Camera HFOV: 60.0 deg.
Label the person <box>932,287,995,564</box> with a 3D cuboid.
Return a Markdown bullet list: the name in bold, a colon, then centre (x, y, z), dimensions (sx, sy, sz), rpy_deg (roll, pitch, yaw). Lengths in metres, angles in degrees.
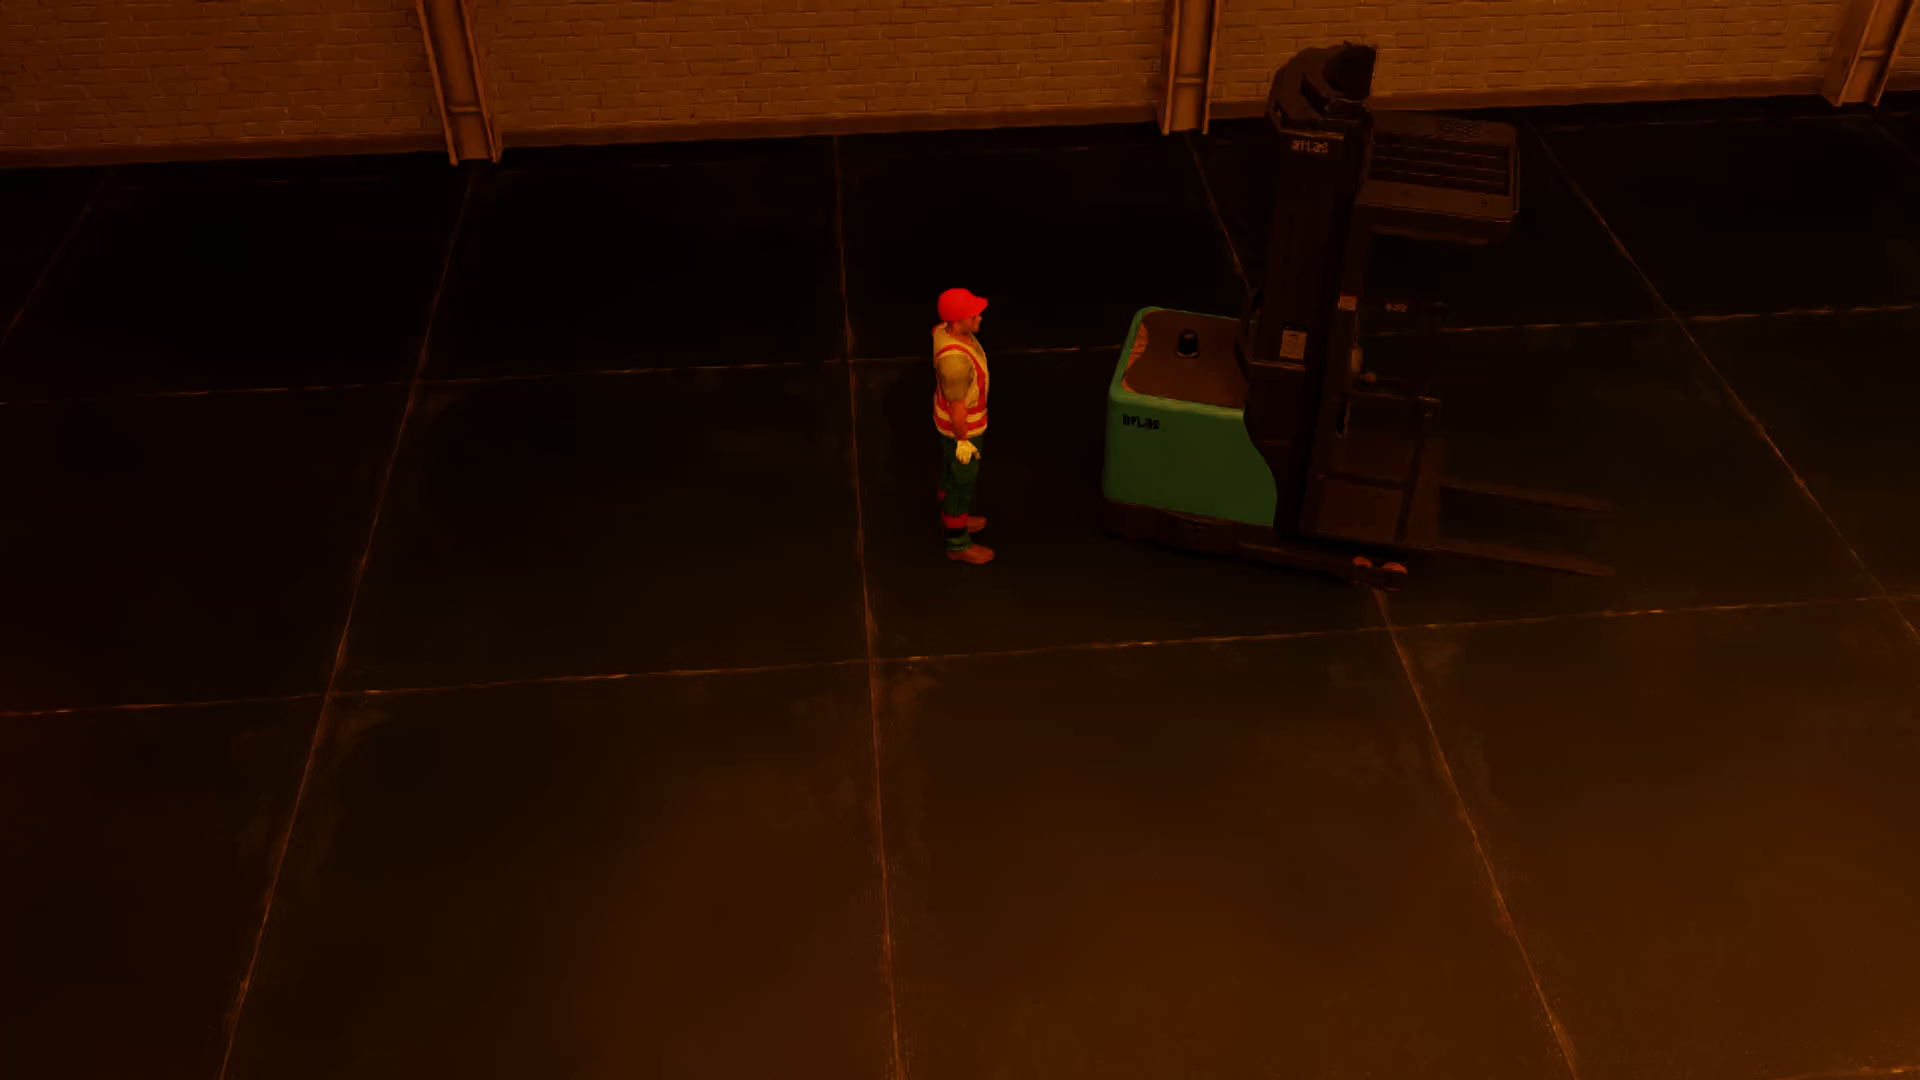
- **person**: centre (0.021, -0.683, 9.613), dimensions (0.349, 1.795, 0.540), rpy_deg (-3, 41, -4)

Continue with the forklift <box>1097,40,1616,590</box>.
- **forklift**: centre (2.415, -1.202, 9.343), dimensions (3.031, 2.935, 1.130), rpy_deg (10, 42, 11)
